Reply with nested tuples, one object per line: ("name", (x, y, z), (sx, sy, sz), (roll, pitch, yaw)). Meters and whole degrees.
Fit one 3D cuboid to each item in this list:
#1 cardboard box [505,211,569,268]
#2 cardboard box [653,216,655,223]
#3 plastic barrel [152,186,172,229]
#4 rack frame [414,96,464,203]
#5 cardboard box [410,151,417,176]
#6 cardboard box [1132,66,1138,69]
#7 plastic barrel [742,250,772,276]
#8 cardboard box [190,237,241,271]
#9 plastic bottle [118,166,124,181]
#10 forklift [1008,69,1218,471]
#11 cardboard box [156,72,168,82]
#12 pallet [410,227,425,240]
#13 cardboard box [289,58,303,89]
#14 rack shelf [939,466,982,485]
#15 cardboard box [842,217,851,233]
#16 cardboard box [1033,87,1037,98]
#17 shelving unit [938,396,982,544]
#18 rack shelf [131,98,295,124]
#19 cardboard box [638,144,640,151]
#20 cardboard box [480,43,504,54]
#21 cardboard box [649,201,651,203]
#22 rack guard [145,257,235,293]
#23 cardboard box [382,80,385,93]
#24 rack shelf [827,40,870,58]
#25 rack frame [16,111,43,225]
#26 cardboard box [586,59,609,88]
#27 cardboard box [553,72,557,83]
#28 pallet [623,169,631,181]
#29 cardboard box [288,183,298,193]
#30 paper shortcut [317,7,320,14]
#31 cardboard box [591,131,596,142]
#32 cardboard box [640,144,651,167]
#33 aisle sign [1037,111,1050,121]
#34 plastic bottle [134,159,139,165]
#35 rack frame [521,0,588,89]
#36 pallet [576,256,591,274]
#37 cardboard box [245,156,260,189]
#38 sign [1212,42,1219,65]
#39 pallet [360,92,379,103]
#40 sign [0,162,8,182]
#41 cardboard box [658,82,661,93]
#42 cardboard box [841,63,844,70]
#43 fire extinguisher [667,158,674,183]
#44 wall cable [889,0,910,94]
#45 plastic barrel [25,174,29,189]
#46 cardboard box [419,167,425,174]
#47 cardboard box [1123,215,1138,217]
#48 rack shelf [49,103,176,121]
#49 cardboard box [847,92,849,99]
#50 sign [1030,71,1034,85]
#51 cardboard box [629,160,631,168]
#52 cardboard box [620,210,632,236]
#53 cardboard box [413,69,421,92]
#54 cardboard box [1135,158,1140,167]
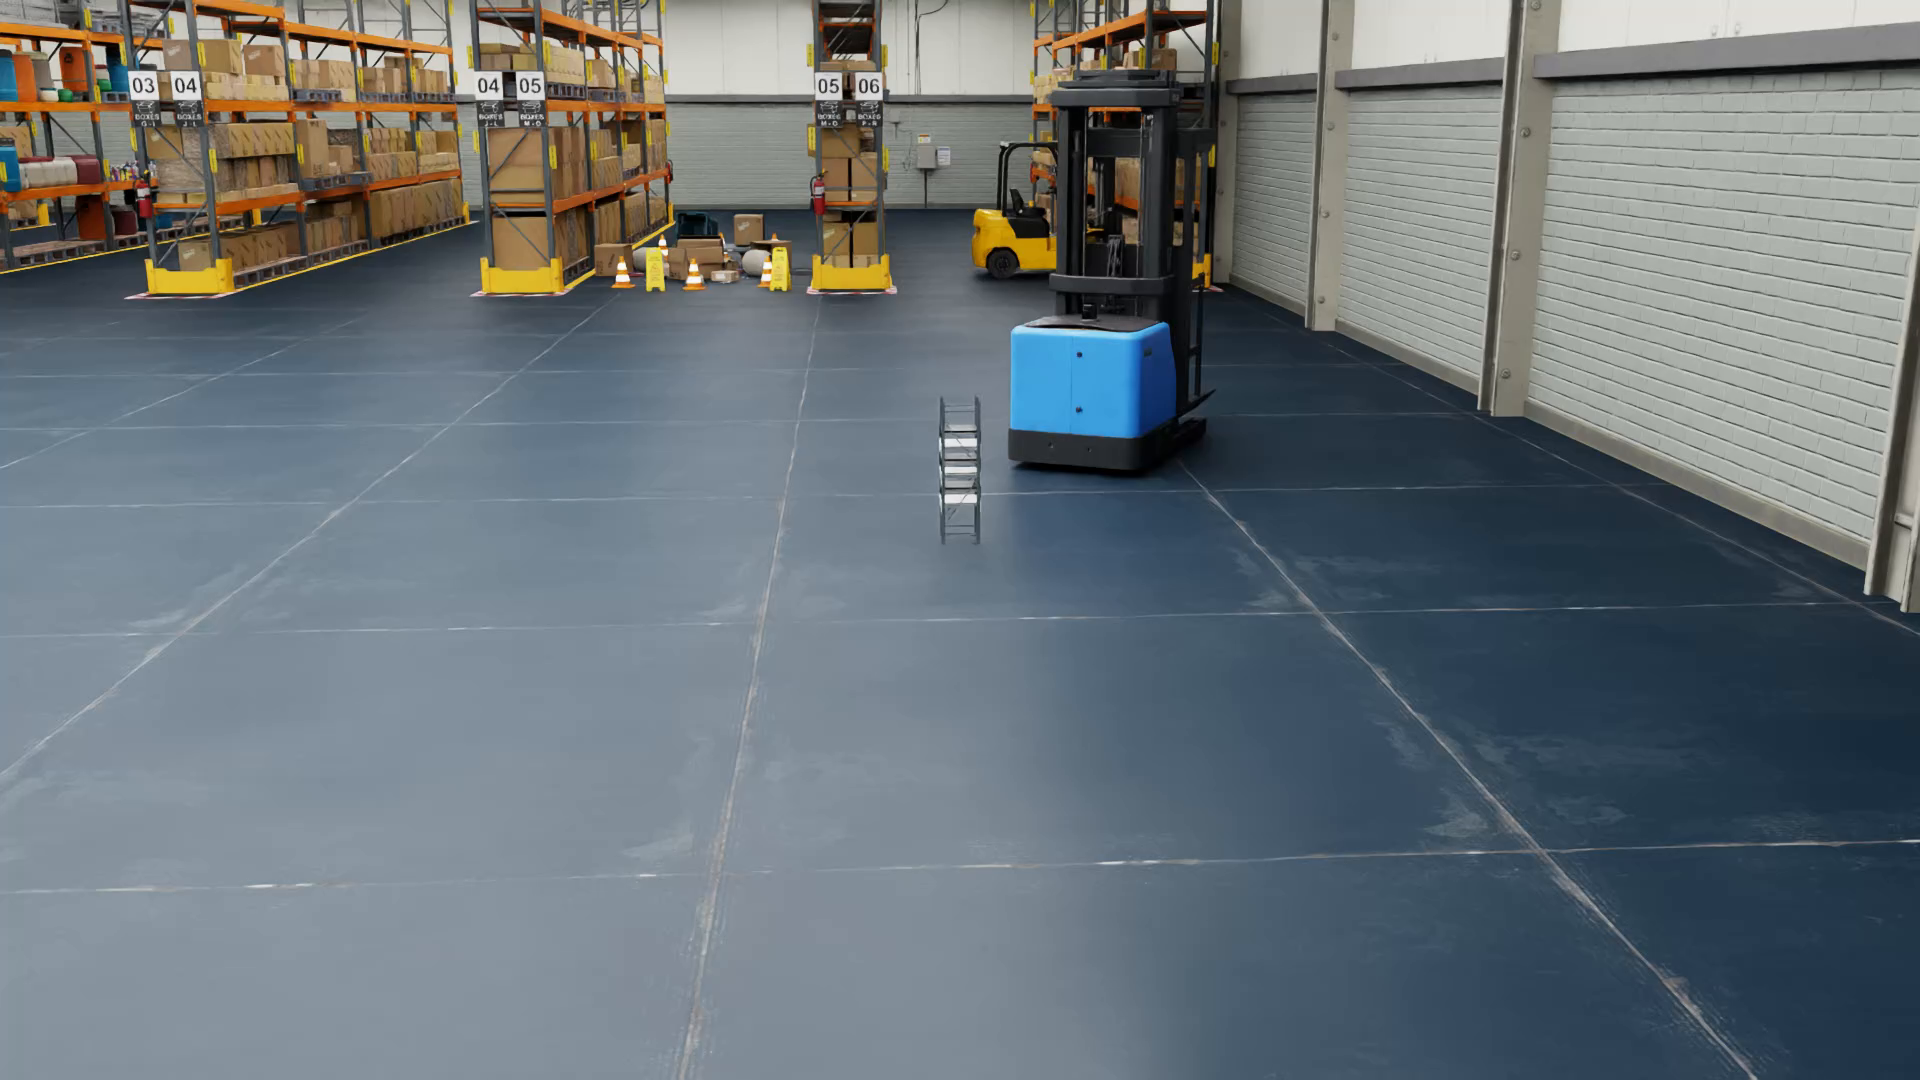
("cardboard box", (-6.768, -4.781, 26.511), (0.875, 0.875, 0.875), (-1, 14, -4))
("cardboard box", (-7.065, -7.189, 37.328), (0.380, 0.149, 0.250), (0, 14, -2))
("plastic barrel", (-17.230, -7.129, 35.581), (0.600, 0.901, 0.708), (-1, 14, -3))
("rack frame", (-12.551, -9.148, 40.063), (1.000, 3.000, 0.127), (-1, 14, -3))
("cardboard box", (-12.002, -8.090, 35.748), (0.500, 0.500, 0.500), (-1, 14, -3))
("cardboard box", (2.915, -7.304, 26.099), (0.396, 0.266, 0.258), (-1, 14, -3))
("plastic barrel", (-3.308, -4.565, 27.419), (0.512, 0.421, 0.421), (10, 18, 35))
("cardboard box", (-11.653, -4.466, 26.037), (0.500, 0.500, 0.500), (3, 15, 11))
("plastic bottle", (-16.695, -7.288, 33.065), (0.061, 0.283, 0.133), (-1, 14, -3))
("forklift", (1.402, -2.254, 13.404), (1.130, 2.935, 3.031), (6, 16, 22))
("cardboard box", (-11.889, -6.807, 24.442), (0.380, 0.149, 0.250), (-1, 14, -3))
("pallet", (-12.180, -6.612, 35.803), (1.003, 0.211, 1.213), (-1, 14, -3))
("cardboard box", (-11.738, -7.989, 28.485), (0.797, 0.503, 0.637), (-2, 15, -6))
("rack shelf", (0.000, -0.406, 10.430), (0.258, 0.077, 0.200), (-1, 14, -3))
("cardboard box", (-2.039, -5.008, 27.140), (0.500, 0.500, 0.500), (-1, 14, -5))
("cardboard box", (2.048, -10.788, 40.121), (0.500, 0.250, 0.500), (-1, 14, -4))
("shelving unit", (0.000, -0.438, 10.422), (0.258, 0.900, 0.210), (-1, 14, -3))
("rack shelf", (-11.684, -6.771, 26.246), (1.077, 0.370, 4.000), (-1, 14, -3))
("cardboard box", (-7.127, -8.478, 35.925), (0.380, 0.149, 0.250), (0, 14, -1))
("cardboard box", (-6.963, -7.268, 24.596), (0.380, 0.149, 0.250), (-1, 14, -3))
("cardboard box", (-7.223, -7.601, 37.733), (0.380, 0.149, 0.250), (-1, 14, -5))
("rack guard", (-11.565, -3.978, 24.982), (1.175, 0.500, 0.348), (-1, 14, -3))
("cardboard box", (-12.325, -9.492, 34.716), (0.500, 0.311, 0.500), (-1, 14, -5))
("rack shelf", (-2.289, -10.172, 34.250), (1.077, 0.370, 4.000), (-1, 14, -3))
("rack frame", (-22.439, -8.996, 39.472), (1.000, 3.000, 0.127), (-1, 14, -3))
("cardboard box", (-6.712, -8.535, 30.415), (0.500, 0.500, 0.500), (-1, 14, -3))
("cardboard box", (-6.336, -7.019, 25.229), (0.380, 0.149, 0.250), (-1, 14, -3))
("pallet", (-7.249, -7.293, 33.236), (1.213, 0.211, 1.003), (-1, 14, -3))
("cardboard box", (-11.501, -5.993, 28.305), (0.380, 0.149, 0.250), (-1, 14, -3))
("paper shortcut", (-12.662, -10.452, 32.810), (0.009, 0.170, 0.078), (9, -17, -6))
("cardboard box", (-6.953, -7.125, 29.992), (0.700, 0.500, 0.500), (-1, 14, -3))
("cardboard box", (-7.126, -8.525, 36.841), (0.500, 0.500, 0.500), (-1, 14, -4))
("aisle sign", (1.996, -10.650, 40.683), (0.394, 0.787, 0.004), (-1, 14, -3))
("plastic bottle", (-17.546, -7.951, 35.507), (0.144, 0.351, 0.185), (-1, 14, -3))
("rack frame", (-6.851, -9.121, 27.916), (1.000, 3.000, 0.127), (-1, 14, -3))
("pallet", (-6.882, -4.675, 28.271), (1.003, 0.211, 1.213), (-1, 14, -3))
("cardboard box", (-11.725, -5.871, 26.527), (0.875, 0.500, 0.500), (-1, 14, -3))
("sign", (3.839, -7.321, 25.028), (0.100, 0.325, 0.005), (-1, 14, -3))
("pallet", (-12.148, -8.679, 32.599), (1.213, 0.211, 1.003), (0, 14, -1))
("sign", (-16.201, -6.227, 28.154), (0.100, 0.325, 0.005), (-1, 14, -3))
("cardboard box", (-7.279, -10.584, 38.921), (0.500, 0.250, 0.500), (-1, 14, -5))
("cardboard box", (-1.962, -7.184, 25.311), (0.380, 0.149, 0.250), (-1, 14, -2))
("fire extinguisher", (-7.150, -9.052, 40.590), (0.296, 0.674, 0.183), (-1, 14, -3))
("wall cable", (-2.543, -13.628, 45.434), (2.355, 3.000, 0.029), (-1, 14, -3))
("plastic barrel", (-16.680, -6.352, 29.472), (0.301, 0.262, 0.301), (0, 14, 0))
("cardboard box", (-11.990, -8.111, 36.534), (0.380, 0.149, 0.250), (-1, 14, -3))
("cardboard box", (2.843, -5.244, 27.556), (0.500, 0.250, 0.500), (-1, 14, -5))
("rack shelf", (-17.123, -8.684, 33.682), (1.077, 0.370, 4.000), (-1, 14, -3))
("cardboard box", (-2.056, -7.441, 27.910), (0.380, 0.149, 0.250), (-1, 14, -3))
("sign", (1.752, -11.247, 40.443), (0.100, 0.325, 0.005), (-1, 14, -3))
("cardboard box", (-7.024, -7.801, 34.487), (0.380, 0.149, 0.250), (-1, 14, -5))
("cardboard box", (-6.888, -6.383, 33.488), (0.500, 0.500, 0.500), (-2, 15, -6))
("cardboard box", (-12.441, -10.234, 37.018), (0.700, 0.500, 0.500), (0, 14, -1))
("cardboard box", (2.938, -5.907, 25.964), (0.380, 0.149, 0.250), (-1, 14, -3))
